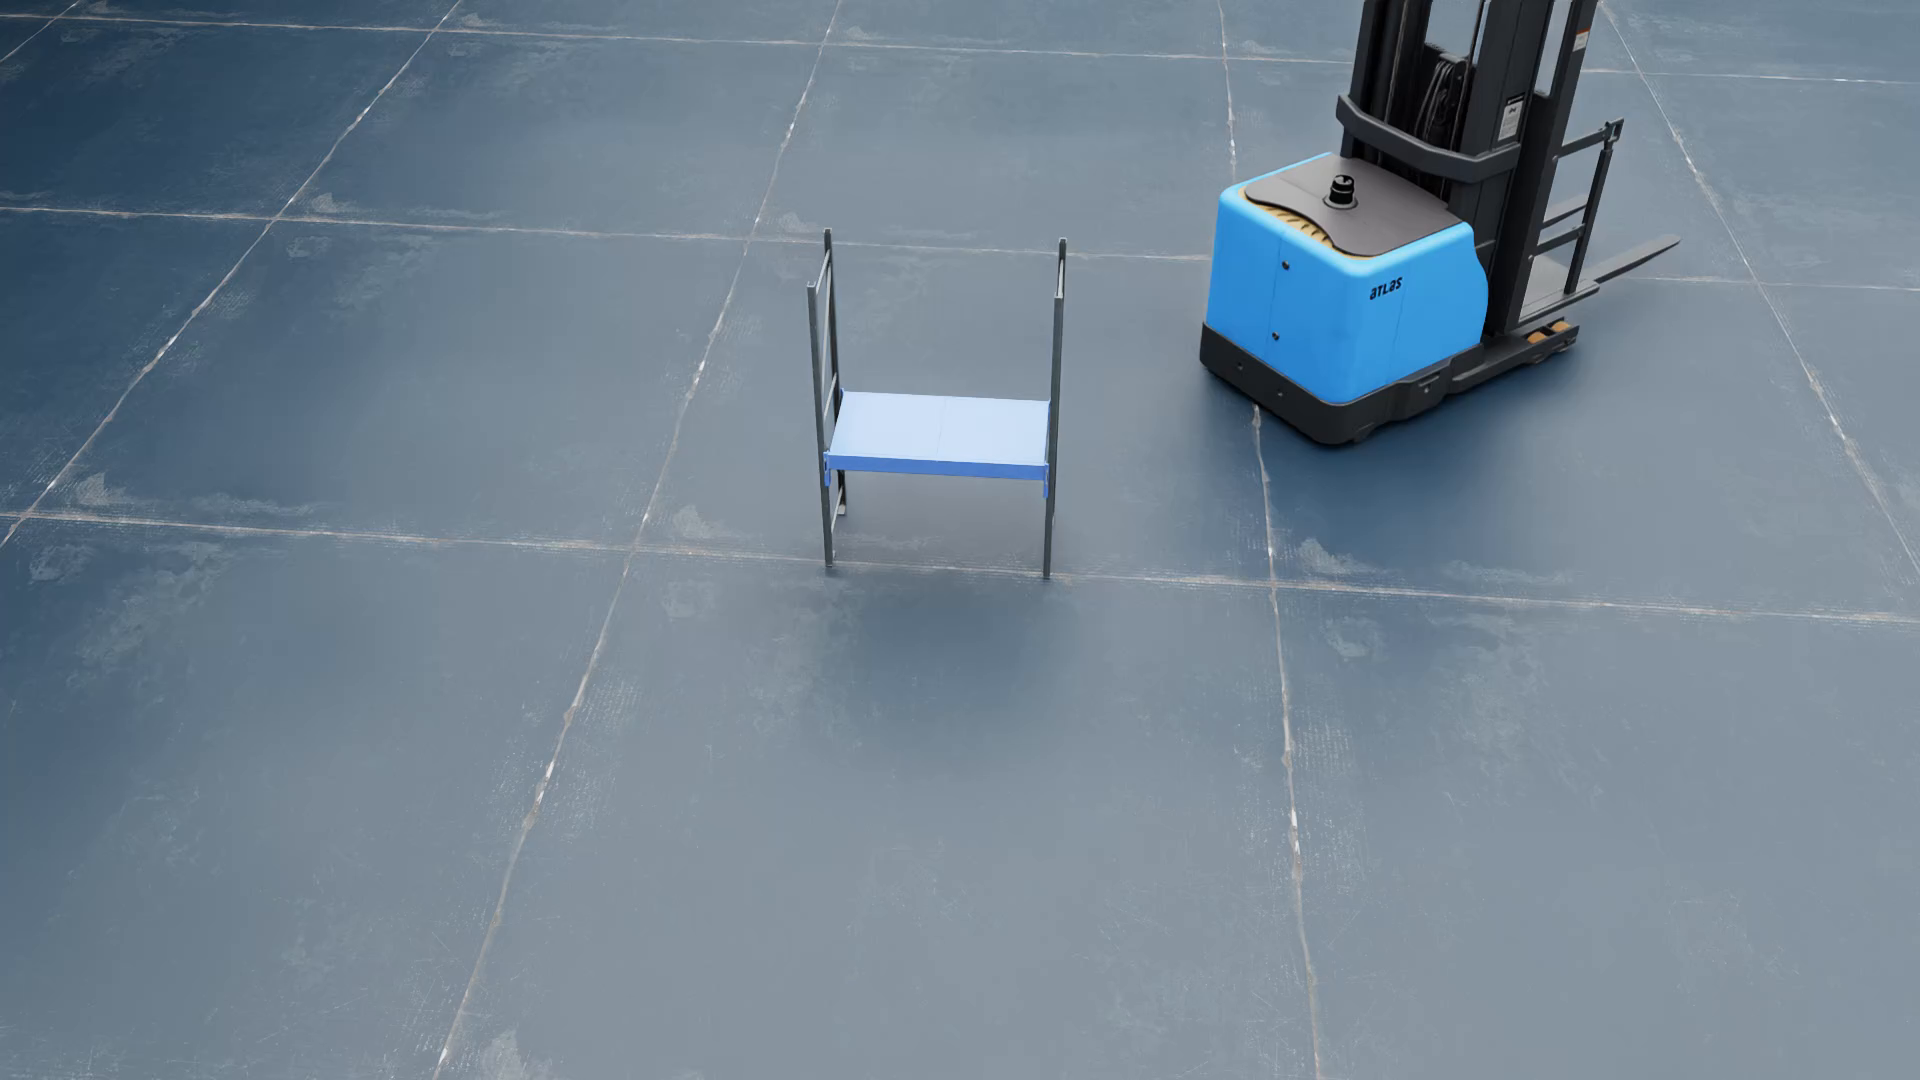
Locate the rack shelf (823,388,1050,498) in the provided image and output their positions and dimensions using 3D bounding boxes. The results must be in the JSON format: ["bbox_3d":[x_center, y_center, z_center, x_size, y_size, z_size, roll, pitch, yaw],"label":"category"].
[{"bbox_3d":[-0.085,-0.447,7.566,1.000,0.185,0.538,3,39,4],"label":"rack shelf"}]

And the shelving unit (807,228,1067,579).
[{"bbox_3d":[-0.085,-0.586,7.453,1.048,1.500,0.538,3,39,4],"label":"shelving unit"}]

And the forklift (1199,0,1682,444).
[{"bbox_3d":[2.796,-2.355,8.492,3.031,2.935,1.130,-24,45,-26],"label":"forklift"}]

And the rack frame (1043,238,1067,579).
[{"bbox_3d":[0.421,-0.559,7.419,0.032,1.500,0.500,3,39,4],"label":"rack frame"}]

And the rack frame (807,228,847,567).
[{"bbox_3d":[-0.591,-0.614,7.487,0.032,1.500,0.500,3,39,4],"label":"rack frame"}]
